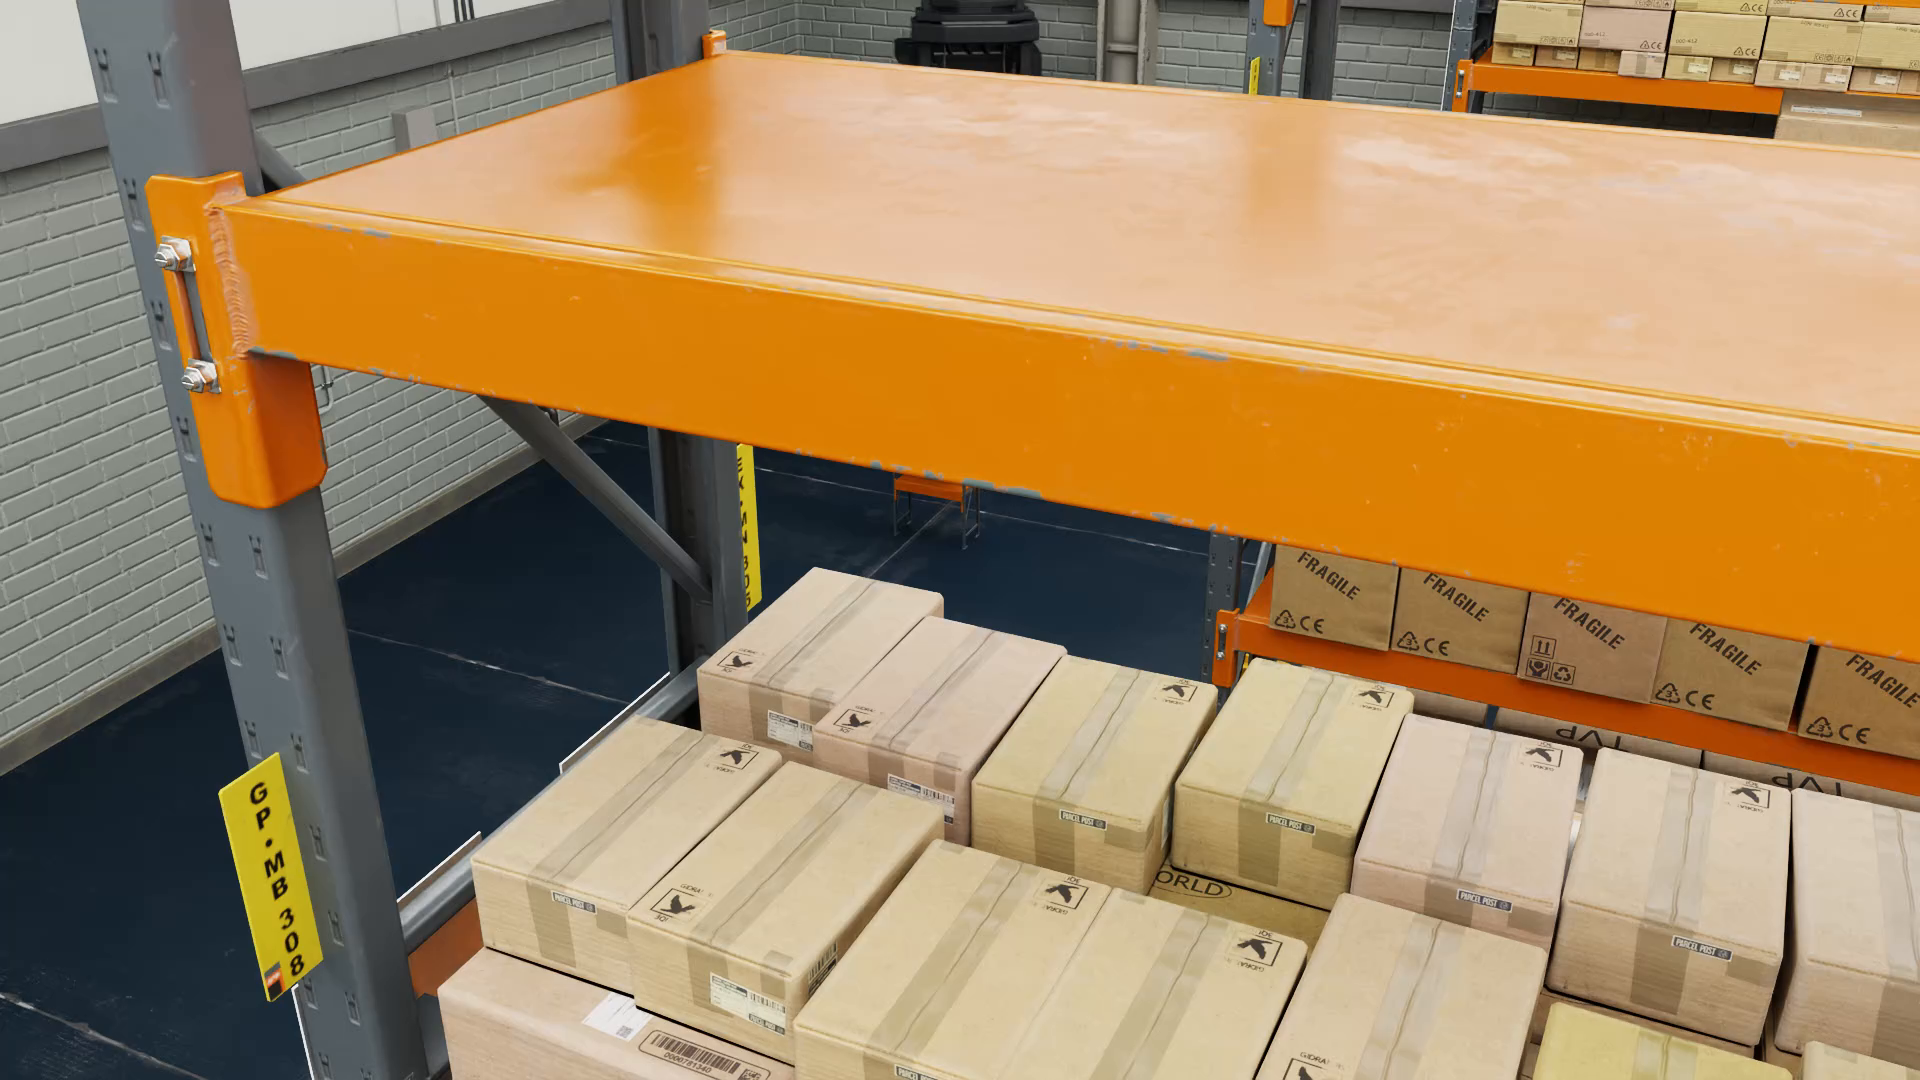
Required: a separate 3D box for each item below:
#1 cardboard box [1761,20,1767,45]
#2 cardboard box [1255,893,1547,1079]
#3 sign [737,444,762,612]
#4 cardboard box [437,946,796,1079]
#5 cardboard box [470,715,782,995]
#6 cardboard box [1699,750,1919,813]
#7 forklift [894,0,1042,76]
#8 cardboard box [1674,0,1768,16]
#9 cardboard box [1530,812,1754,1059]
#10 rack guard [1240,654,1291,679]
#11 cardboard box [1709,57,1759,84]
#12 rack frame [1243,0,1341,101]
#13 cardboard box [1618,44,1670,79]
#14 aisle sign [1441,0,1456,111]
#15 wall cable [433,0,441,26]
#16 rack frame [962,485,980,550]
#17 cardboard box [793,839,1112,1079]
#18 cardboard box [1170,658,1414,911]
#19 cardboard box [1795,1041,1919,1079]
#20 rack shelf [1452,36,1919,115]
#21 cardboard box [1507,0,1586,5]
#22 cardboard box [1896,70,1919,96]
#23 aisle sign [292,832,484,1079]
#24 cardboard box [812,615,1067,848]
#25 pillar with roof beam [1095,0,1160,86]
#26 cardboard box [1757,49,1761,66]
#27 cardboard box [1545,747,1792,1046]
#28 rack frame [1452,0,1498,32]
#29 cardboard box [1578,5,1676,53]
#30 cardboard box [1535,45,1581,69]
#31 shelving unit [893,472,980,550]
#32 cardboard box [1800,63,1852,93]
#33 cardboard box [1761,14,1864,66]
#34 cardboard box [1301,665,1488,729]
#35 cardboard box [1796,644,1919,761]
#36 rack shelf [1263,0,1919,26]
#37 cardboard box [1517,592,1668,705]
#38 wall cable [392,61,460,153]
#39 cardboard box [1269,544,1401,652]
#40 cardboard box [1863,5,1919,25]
[{"bbox_3d":[5.282,-3.223,10.337,0.500,0.250,0.500,12,29,23],"label":"cardboard box"},{"bbox_3d":[0.501,0.598,1.895,0.250,0.149,0.380,12,29,23],"label":"cardboard box"},{"bbox_3d":[-0.392,-0.015,2.987,0.005,0.325,0.100,11,28,22],"label":"sign"},{"bbox_3d":[-0.339,0.631,2.281,0.500,0.250,0.500,12,29,23],"label":"cardboard box"},{"bbox_3d":[-0.440,0.416,2.265,0.250,0.149,0.380,11,28,21],"label":"cardboard box"},{"bbox_3d":[3.616,1.309,7.120,0.875,0.438,0.875,10,28,20],"label":"cardboard box"},{"bbox_3d":[0.055,-2.874,13.269,1.130,2.935,3.031,-2,26,-4],"label":"forklift"},{"bbox_3d":[4.586,-3.326,9.980,0.500,0.250,0.500,11,28,21],"label":"cardboard box"},{"bbox_3d":[0.816,0.614,2.315,0.500,0.250,0.500,12,29,23],"label":"cardboard box"},{"bbox_3d":[1.295,1.055,8.041,0.348,0.500,1.175,11,28,22],"label":"rack guard"},{"bbox_3d":[4.714,-2.896,10.125,0.250,0.149,0.380,11,28,21],"label":"cardboard box"},{"bbox_3d":[1.317,-2.753,6.155,0.127,3.000,1.000,11,28,22],"label":"rack frame"},{"bbox_3d":[4.222,-2.962,10.258,0.250,0.149,0.380,12,29,23],"label":"cardboard box"},{"bbox_3d":[3.184,-3.119,10.746,0.004,0.787,0.394,11,28,22],"label":"aisle sign"},{"bbox_3d":[-3.664,-3.982,8.650,0.029,3.000,2.355,11,28,22],"label":"wall cable"},{"bbox_3d":[0.071,-0.524,10.456,0.015,1.200,0.240,11,28,22],"label":"rack frame"},{"bbox_3d":[0.002,0.549,1.996,0.250,0.149,0.380,11,28,22],"label":"cardboard box"},{"bbox_3d":[0.487,0.344,2.412,0.250,0.149,0.380,12,29,23],"label":"cardboard box"},{"bbox_3d":[0.962,0.712,1.664,0.250,0.149,0.380,12,29,24],"label":"cardboard box"},{"bbox_3d":[5.189,-2.716,10.288,4.000,0.370,1.077,11,28,22],"label":"rack shelf"},{"bbox_3d":[3.668,-3.512,10.359,0.500,0.250,0.500,11,28,21],"label":"cardboard box"},{"bbox_3d":[5.644,-2.713,9.753,0.250,0.149,0.380,12,29,24],"label":"cardboard box"},{"bbox_3d":[-0.831,0.888,2.607,0.004,0.787,0.394,11,28,22],"label":"aisle sign"},{"bbox_3d":[-0.023,0.284,2.534,0.250,0.149,0.380,12,29,23],"label":"cardboard box"},{"bbox_3d":[-0.495,-3.874,8.431,0.400,9.000,9.100,11,28,22],"label":"pillar with roof beam"},{"bbox_3d":[4.974,-3.119,10.578,0.250,0.149,0.380,11,28,21],"label":"cardboard box"},{"bbox_3d":[0.937,0.455,2.187,0.250,0.149,0.380,12,29,23],"label":"cardboard box"},{"bbox_3d":[3.368,-4.750,10.210,0.127,3.000,1.000,11,28,22],"label":"rack frame"},{"bbox_3d":[4.130,-3.195,10.280,0.500,0.250,0.500,12,29,23],"label":"cardboard box"},{"bbox_3d":[3.811,-3.102,10.543,0.250,0.149,0.380,12,29,23],"label":"cardboard box"},{"bbox_3d":[-0.151,-0.569,10.546,0.503,1.200,0.258,11,28,22],"label":"shelving unit"},{"bbox_3d":[5.146,-2.777,9.882,0.250,0.149,0.380,12,29,23],"label":"cardboard box"},{"bbox_3d":[5.071,-3.011,9.906,0.500,0.250,0.500,11,28,21],"label":"cardboard box"},{"bbox_3d":[1.959,0.980,7.789,0.875,0.438,0.875,10,28,20],"label":"cardboard box"},{"bbox_3d":[3.496,0.465,6.297,0.500,0.500,0.500,11,28,21],"label":"cardboard box"},{"bbox_3d":[3.137,-1.885,5.659,4.000,0.370,1.077,11,28,22],"label":"rack shelf"},{"bbox_3d":[2.562,0.278,6.676,0.500,0.500,0.500,11,28,22],"label":"cardboard box"},{"bbox_3d":[-3.249,-2.112,10.493,0.122,1.984,0.588,11,28,22],"label":"wall cable"},{"bbox_3d":[1.635,0.097,7.045,0.500,0.500,0.500,11,28,21],"label":"cardboard box"},{"bbox_3d":[5.527,-3.144,9.611,0.500,0.250,0.500,12,29,23],"label":"cardboard box"}]
